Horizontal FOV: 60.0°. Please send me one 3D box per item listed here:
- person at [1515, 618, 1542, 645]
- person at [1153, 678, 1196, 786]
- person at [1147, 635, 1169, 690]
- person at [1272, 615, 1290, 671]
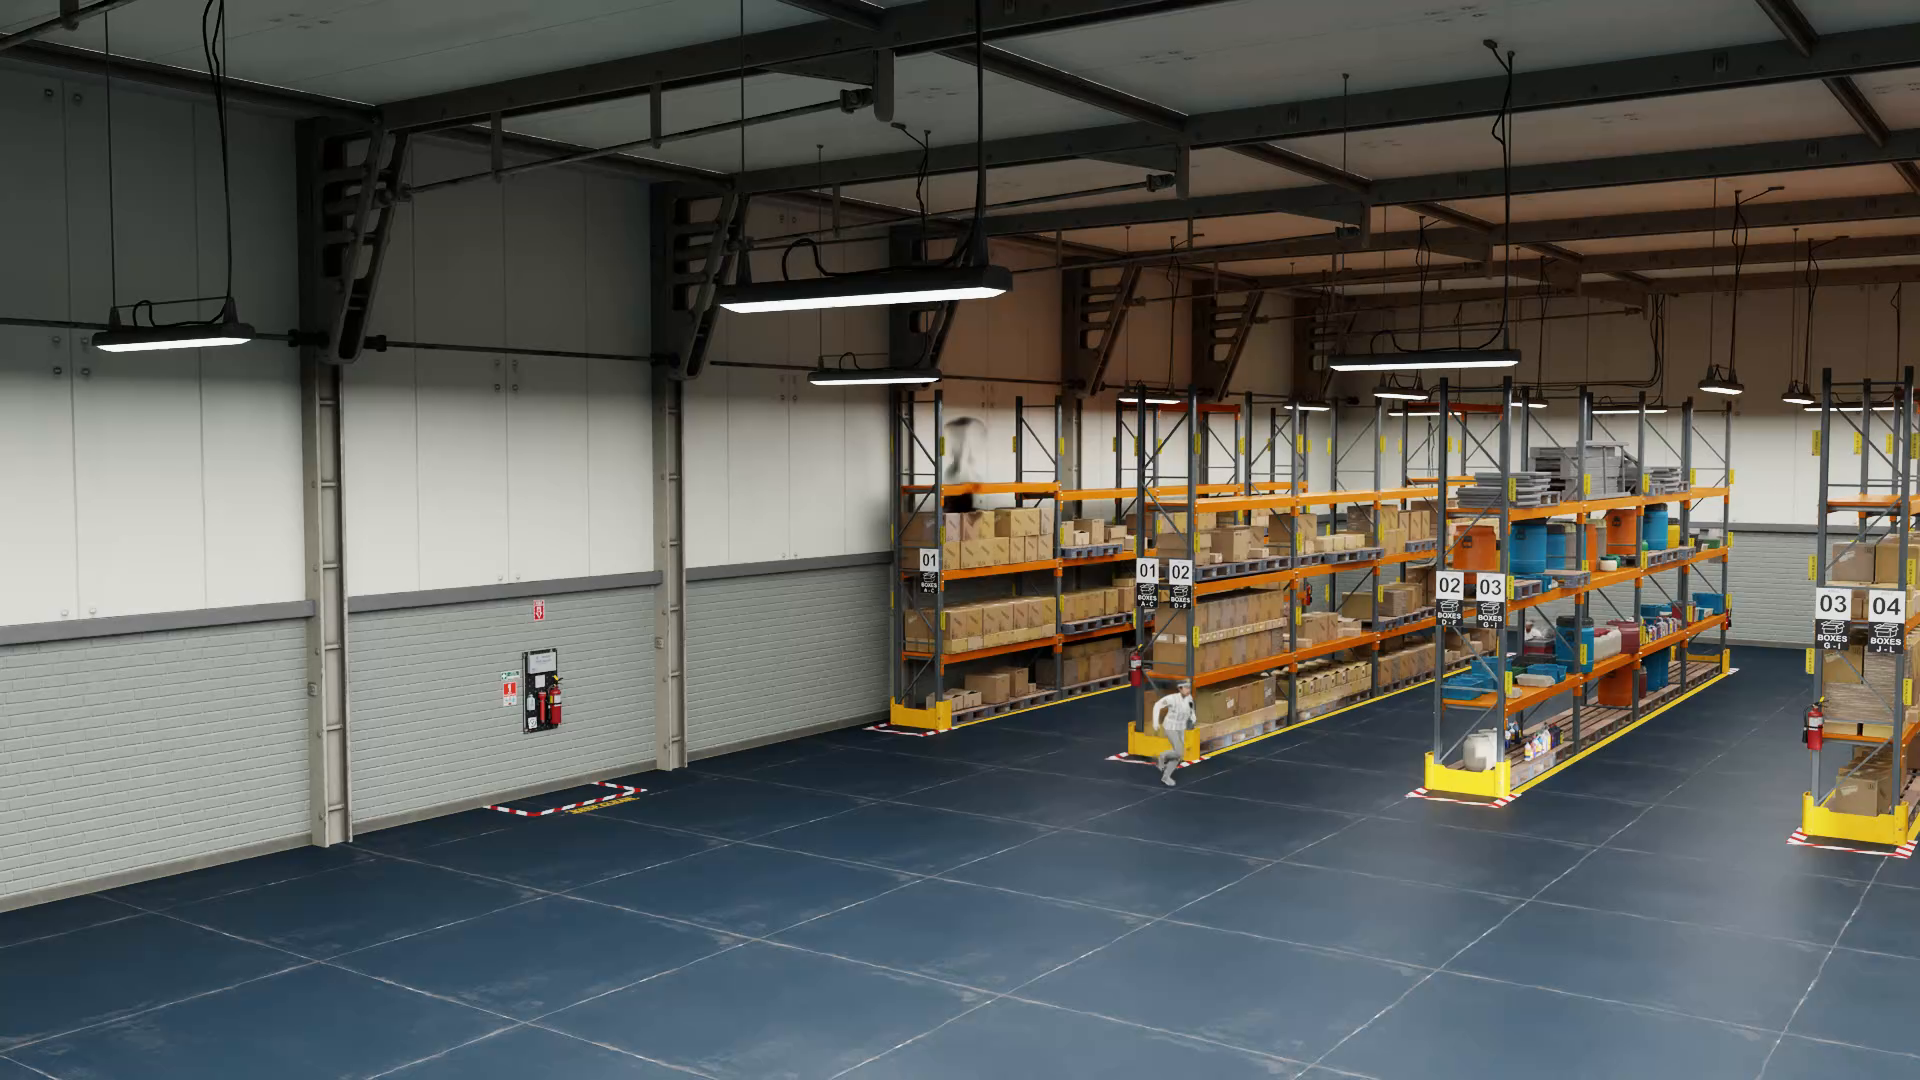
[{"bbox_3d":[11.330,2.344,33.167,0.562,1.614,0.666,2,4,27],"label":"person"},{"bbox_3d":[3.209,2.828,24.563,0.604,1.612,0.665,-2,4,-37],"label":"person"},{"bbox_3d":[3.917,2.406,32.077,0.576,1.650,0.938,1,3,23],"label":"person"},{"bbox_3d":[6.462,2.190,33.906,0.697,1.828,0.916,2,4,28],"label":"person"}]
